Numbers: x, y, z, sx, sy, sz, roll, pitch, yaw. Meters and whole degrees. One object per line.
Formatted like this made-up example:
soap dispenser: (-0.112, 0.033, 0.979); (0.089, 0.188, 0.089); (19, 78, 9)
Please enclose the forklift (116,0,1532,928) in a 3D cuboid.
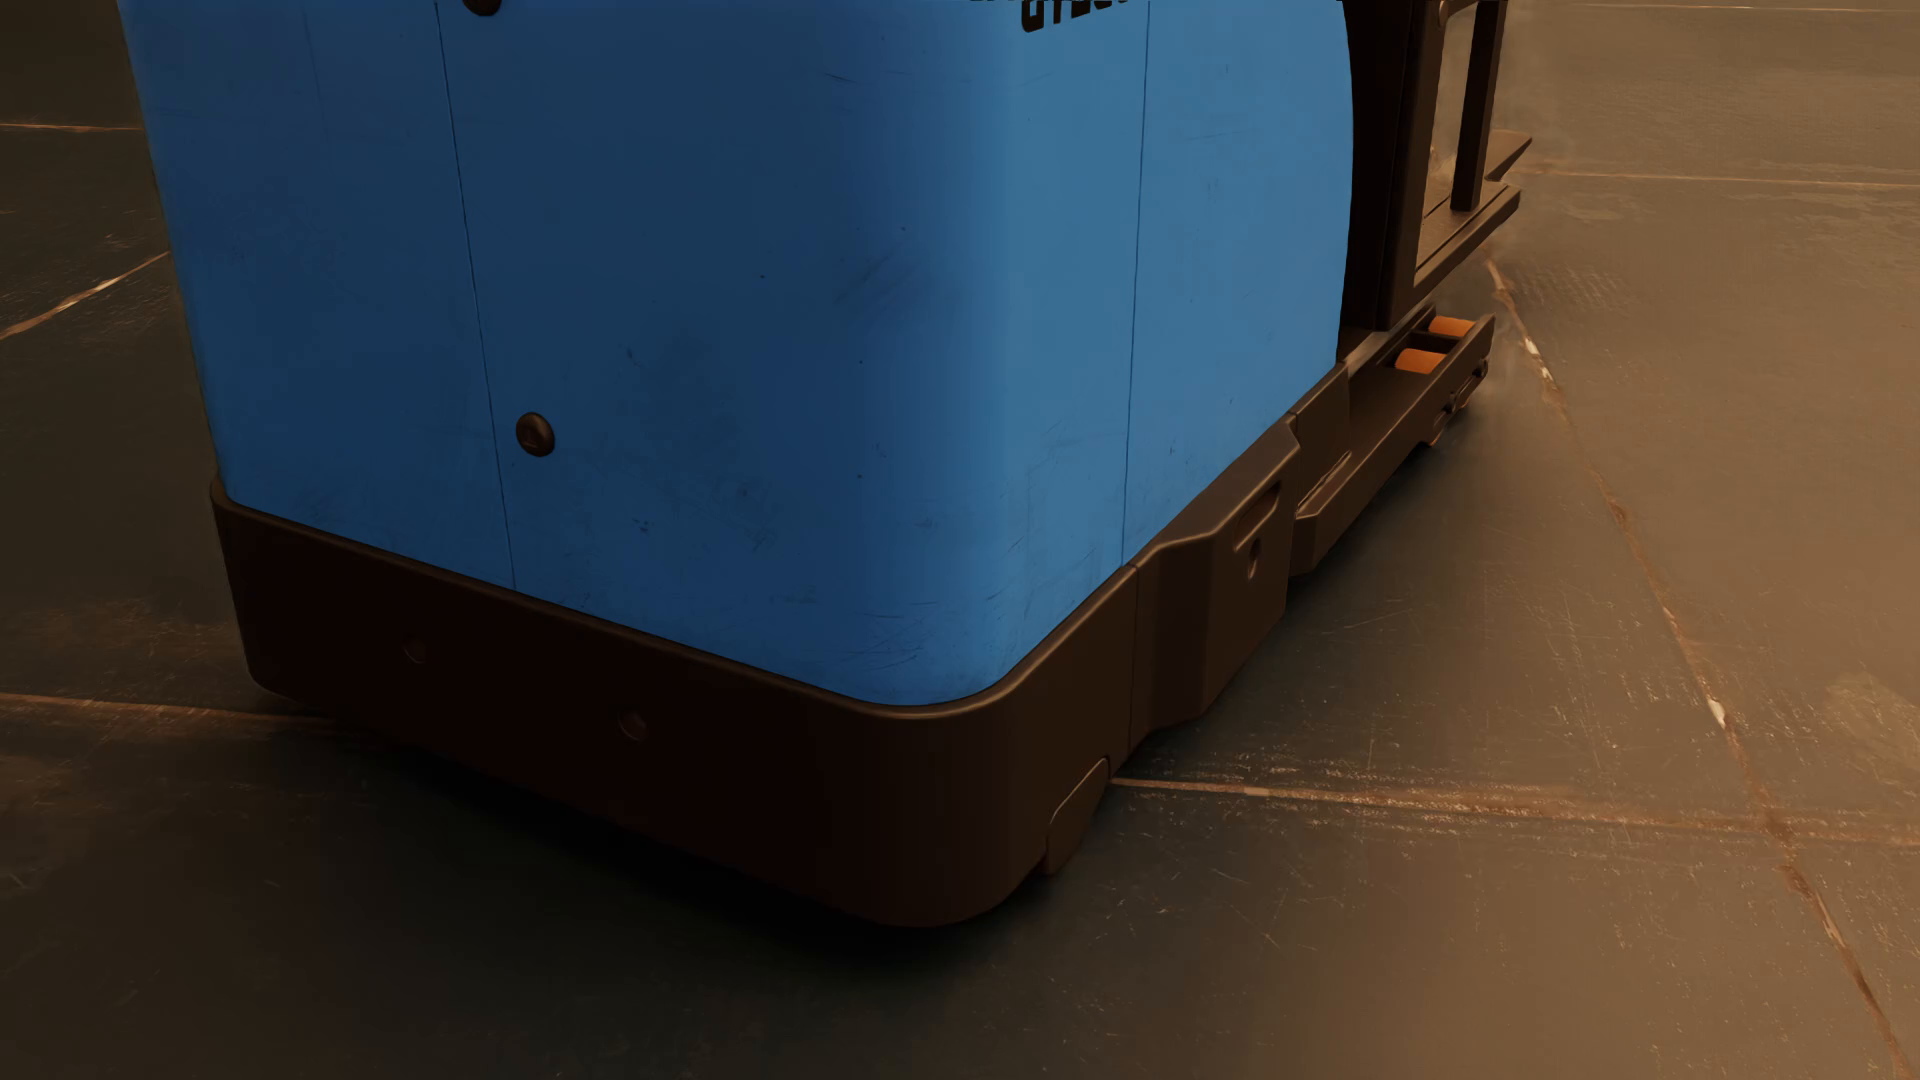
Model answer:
forklift: (0.297, -1.560, 2.344); (1.130, 2.935, 3.031); (14, 30, 26)
